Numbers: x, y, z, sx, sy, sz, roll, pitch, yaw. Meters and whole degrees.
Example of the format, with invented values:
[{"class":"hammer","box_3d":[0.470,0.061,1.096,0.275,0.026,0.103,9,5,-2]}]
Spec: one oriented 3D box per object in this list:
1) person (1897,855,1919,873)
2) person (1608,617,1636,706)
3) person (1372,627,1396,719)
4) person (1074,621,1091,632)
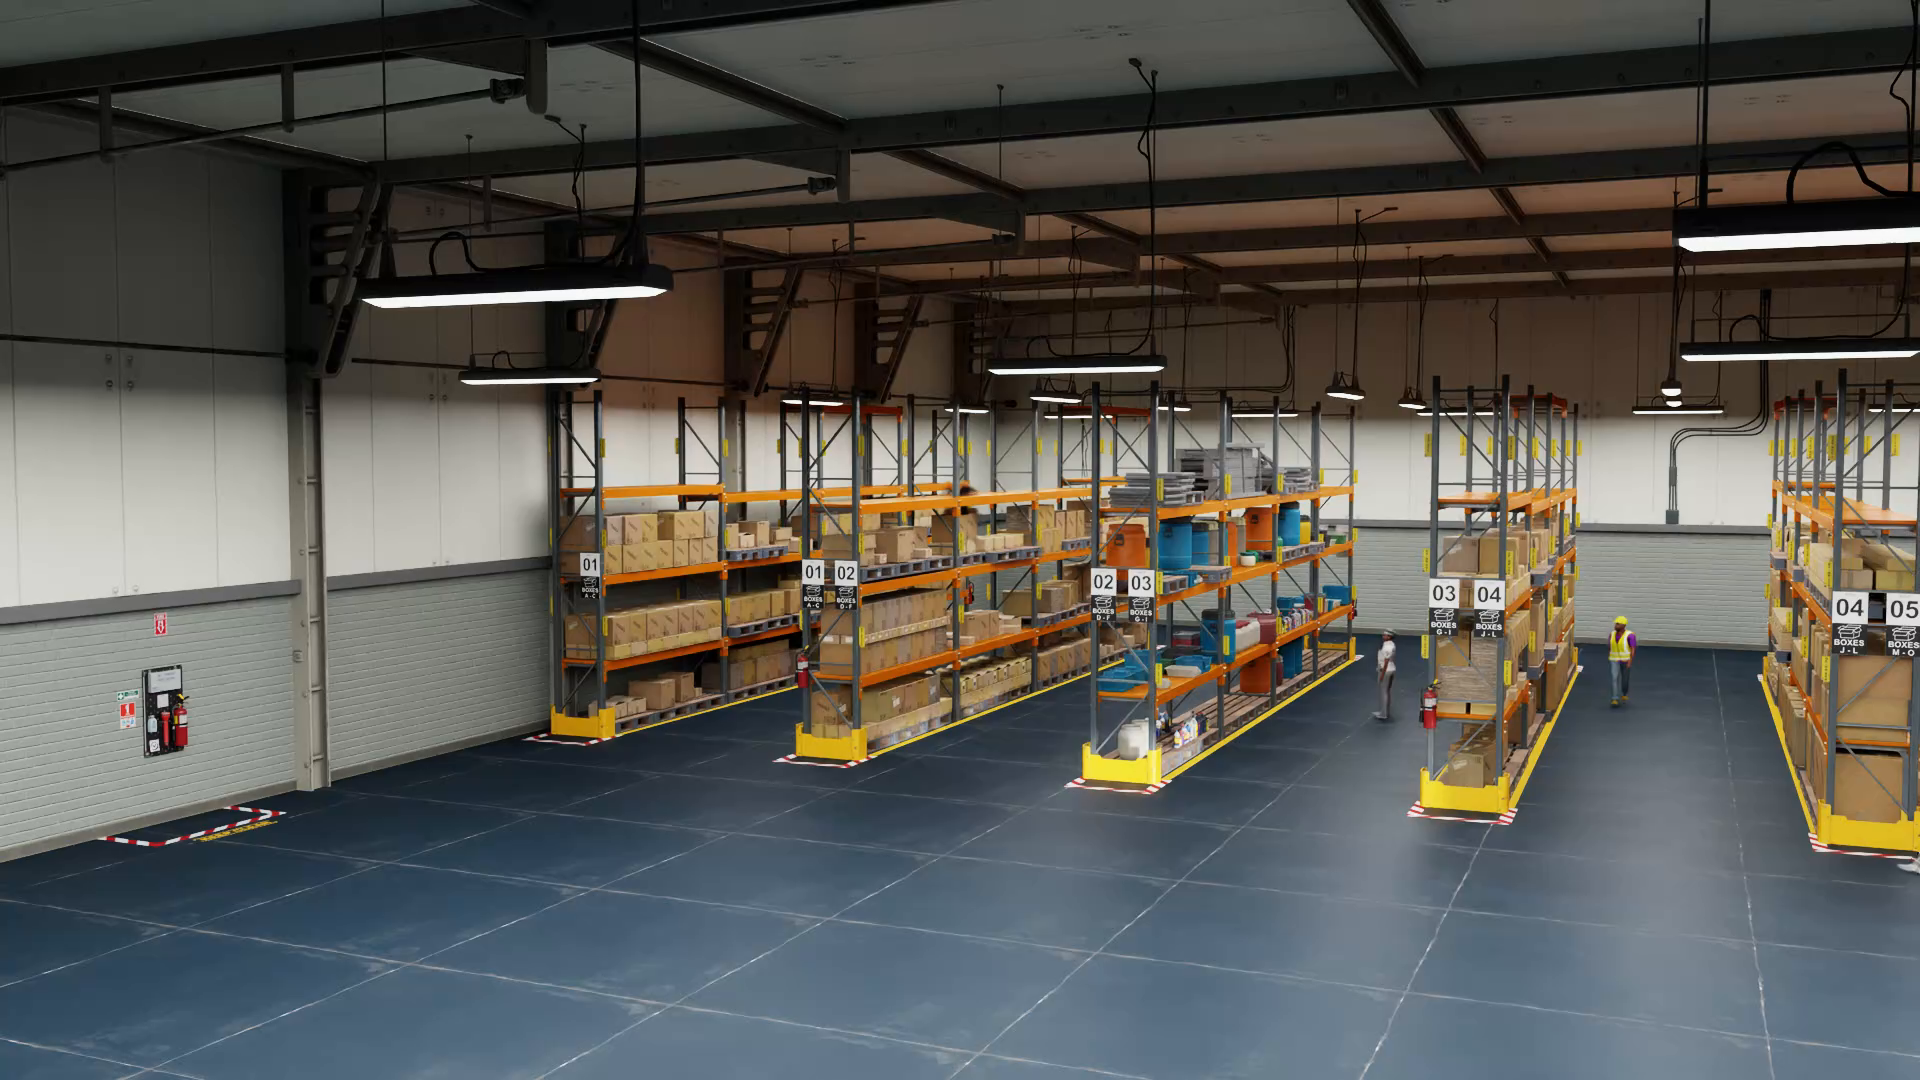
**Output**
[{"class":"person","box_3d":[11.434,3.053,19.183,0.980,1.724,0.558,1,3,16]},{"class":"person","box_3d":[12.889,2.354,32.371,0.503,1.726,1.031,1,3,21]},{"class":"person","box_3d":[7.844,2.454,30.831,0.479,1.693,0.491,2,4,31]},{"class":"person","box_3d":[3.230,1.796,43.535,0.577,1.612,0.526,2,4,32]}]
